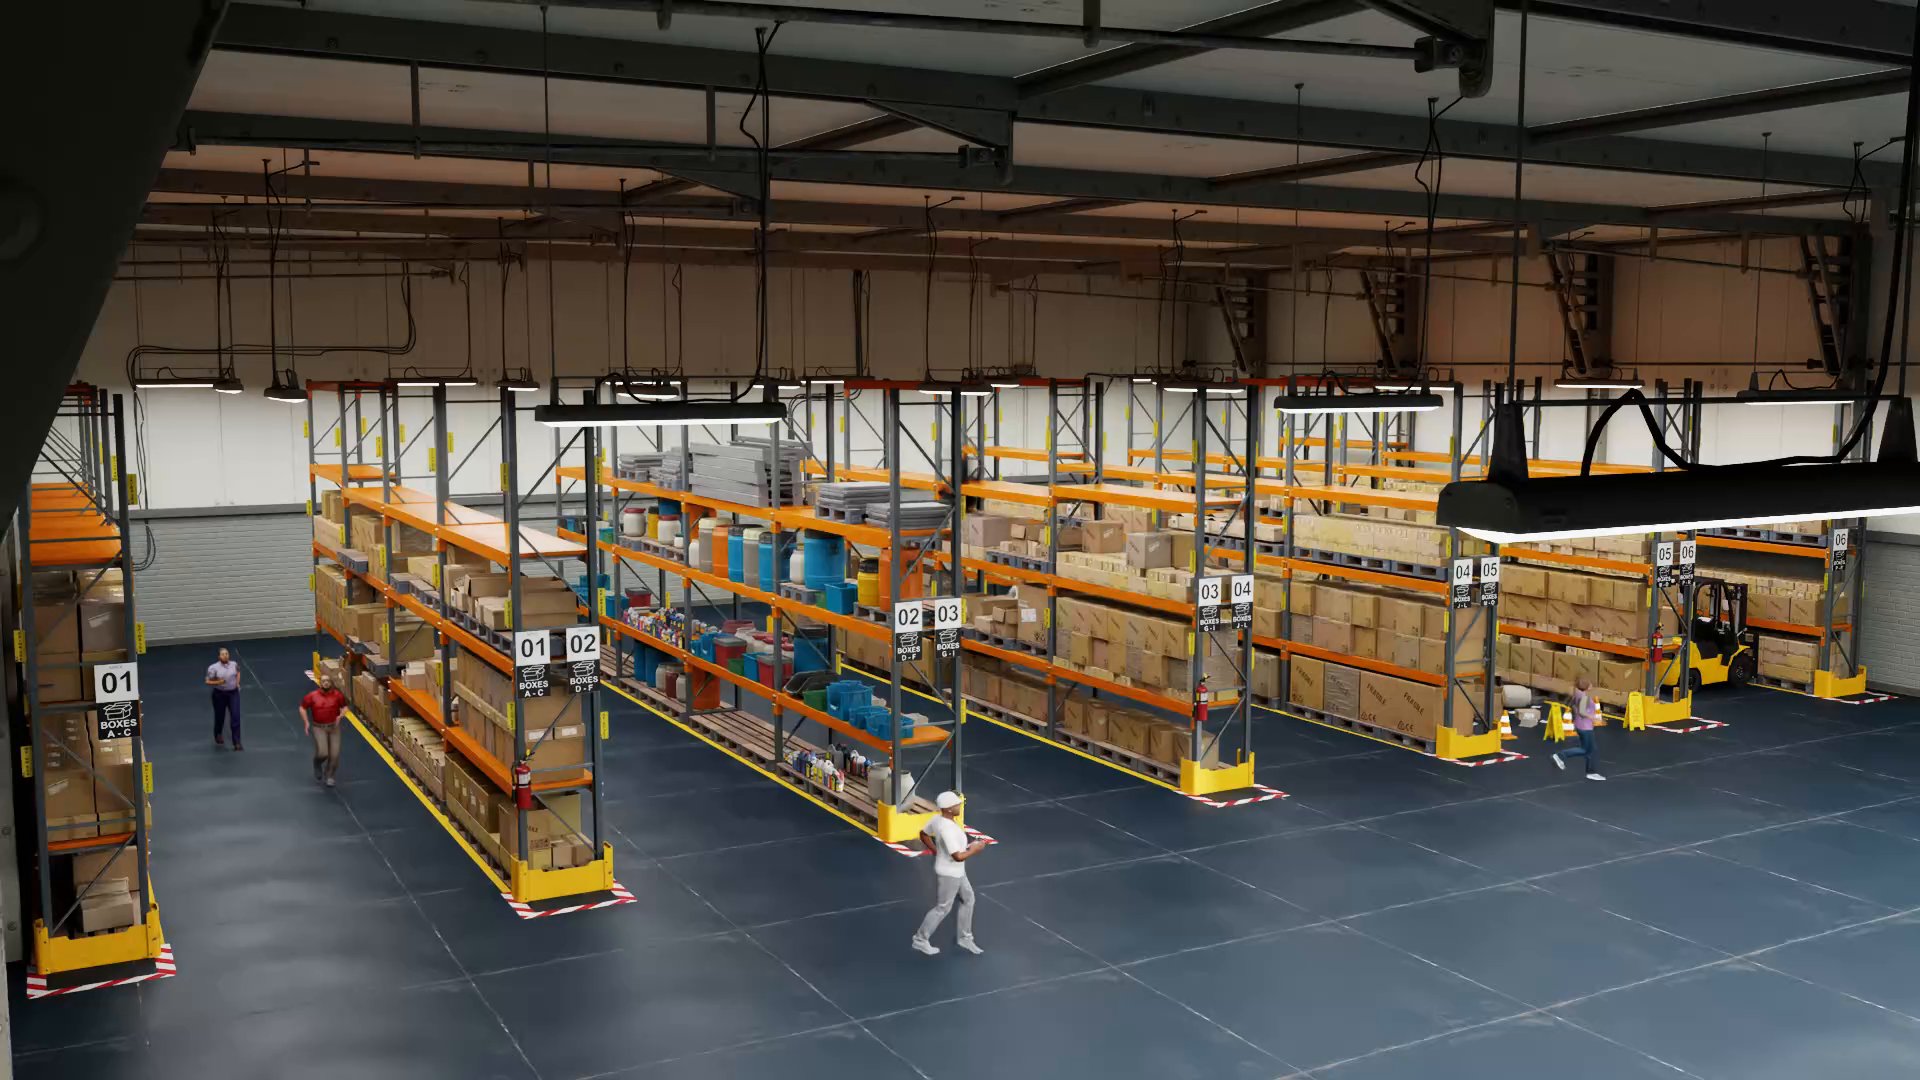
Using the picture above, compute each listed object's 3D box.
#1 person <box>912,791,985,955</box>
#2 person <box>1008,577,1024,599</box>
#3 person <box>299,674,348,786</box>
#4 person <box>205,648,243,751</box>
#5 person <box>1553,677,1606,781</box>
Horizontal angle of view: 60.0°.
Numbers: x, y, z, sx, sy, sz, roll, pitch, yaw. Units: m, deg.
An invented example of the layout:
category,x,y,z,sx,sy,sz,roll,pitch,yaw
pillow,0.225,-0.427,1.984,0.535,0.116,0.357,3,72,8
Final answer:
category,x,y,z,sx,sy,sz,roll,pitch,yaw
person,-0.128,3.569,17.688,0.791,1.825,0.676,-1,6,-5
person,1.335,1.583,36.023,0.628,1.763,0.775,-2,7,-22
person,-9.484,2.850,24.899,0.665,1.685,0.593,-4,7,-33
person,-12.049,2.594,27.285,0.602,1.622,0.913,-5,8,-38
person,9.442,2.865,25.304,0.779,1.585,0.537,2,6,14
